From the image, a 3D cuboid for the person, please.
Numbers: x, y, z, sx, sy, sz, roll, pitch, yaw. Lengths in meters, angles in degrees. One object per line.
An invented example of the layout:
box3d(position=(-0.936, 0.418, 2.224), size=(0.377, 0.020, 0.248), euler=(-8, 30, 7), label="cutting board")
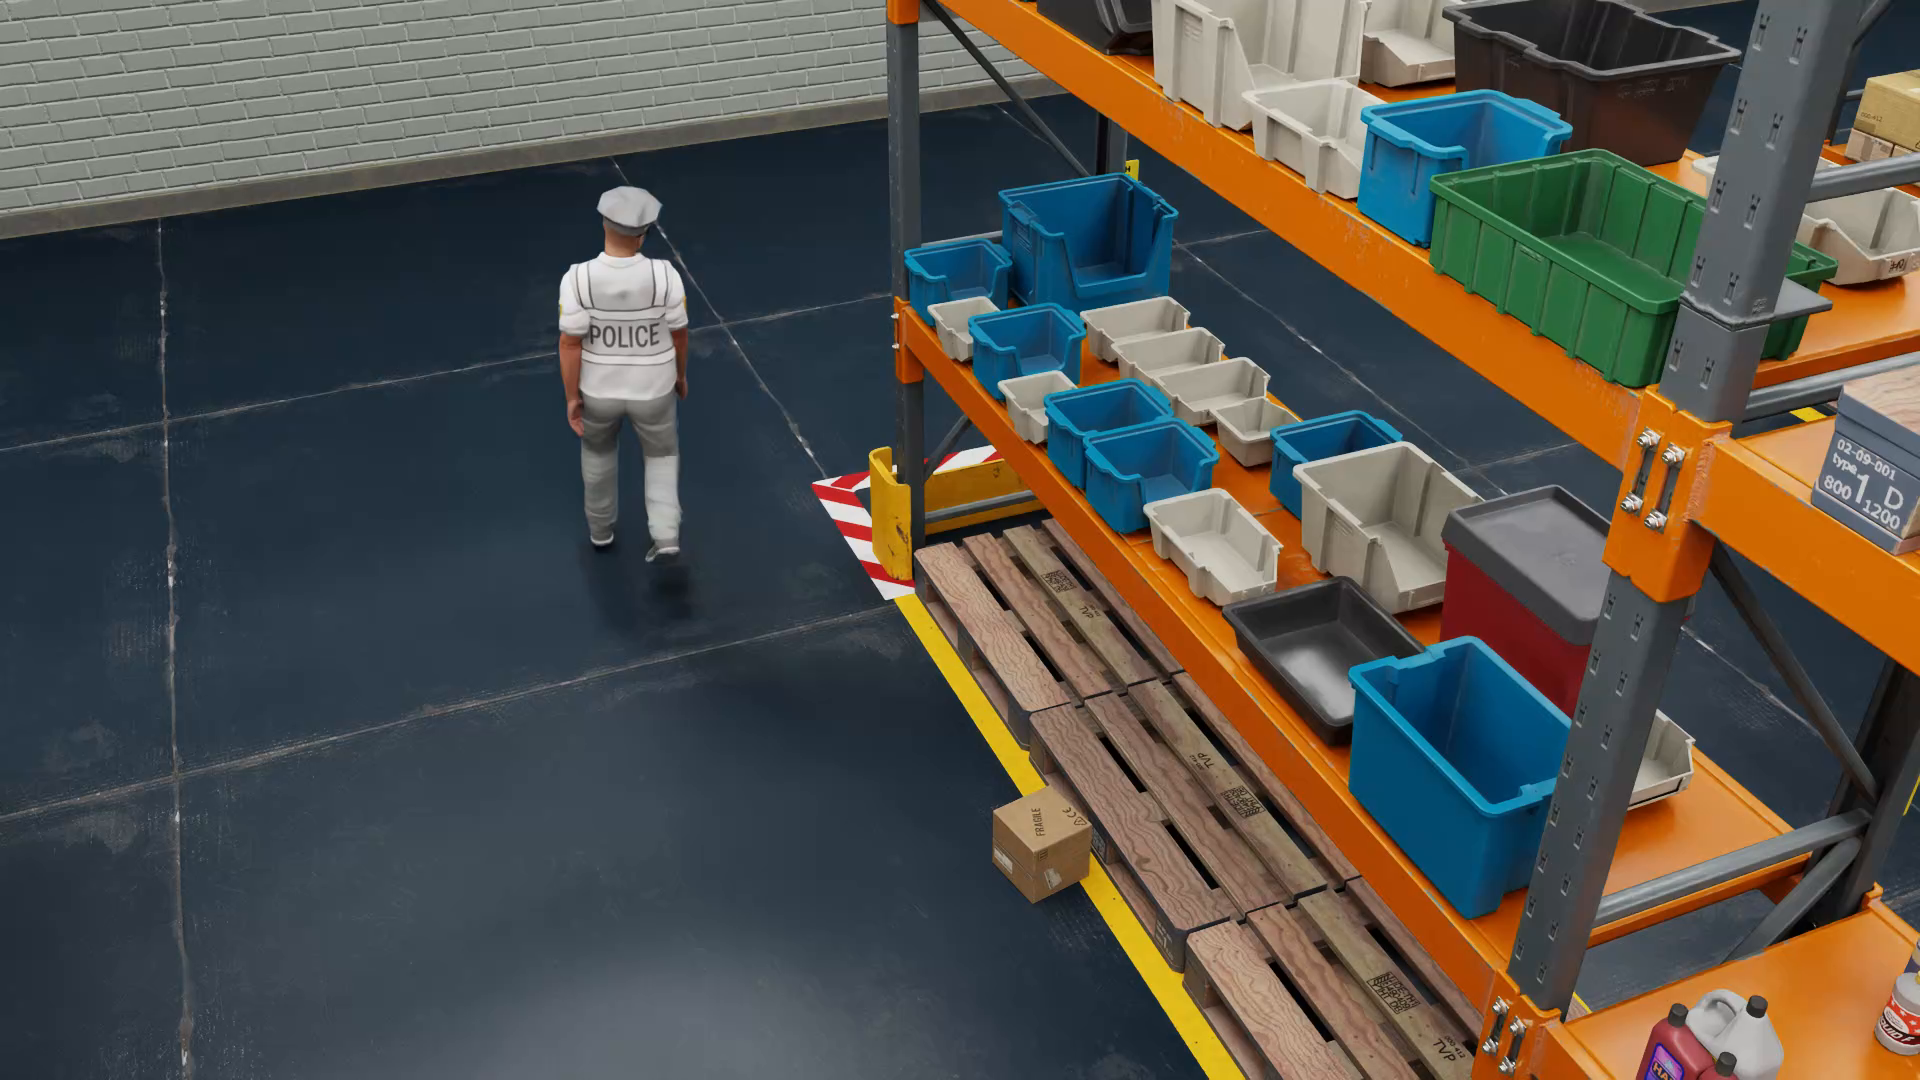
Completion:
box3d(position=(-1.422, -0.667, 7.138), size=(0.563, 1.713, 0.774), euler=(-5, 34, -7), label="person")
